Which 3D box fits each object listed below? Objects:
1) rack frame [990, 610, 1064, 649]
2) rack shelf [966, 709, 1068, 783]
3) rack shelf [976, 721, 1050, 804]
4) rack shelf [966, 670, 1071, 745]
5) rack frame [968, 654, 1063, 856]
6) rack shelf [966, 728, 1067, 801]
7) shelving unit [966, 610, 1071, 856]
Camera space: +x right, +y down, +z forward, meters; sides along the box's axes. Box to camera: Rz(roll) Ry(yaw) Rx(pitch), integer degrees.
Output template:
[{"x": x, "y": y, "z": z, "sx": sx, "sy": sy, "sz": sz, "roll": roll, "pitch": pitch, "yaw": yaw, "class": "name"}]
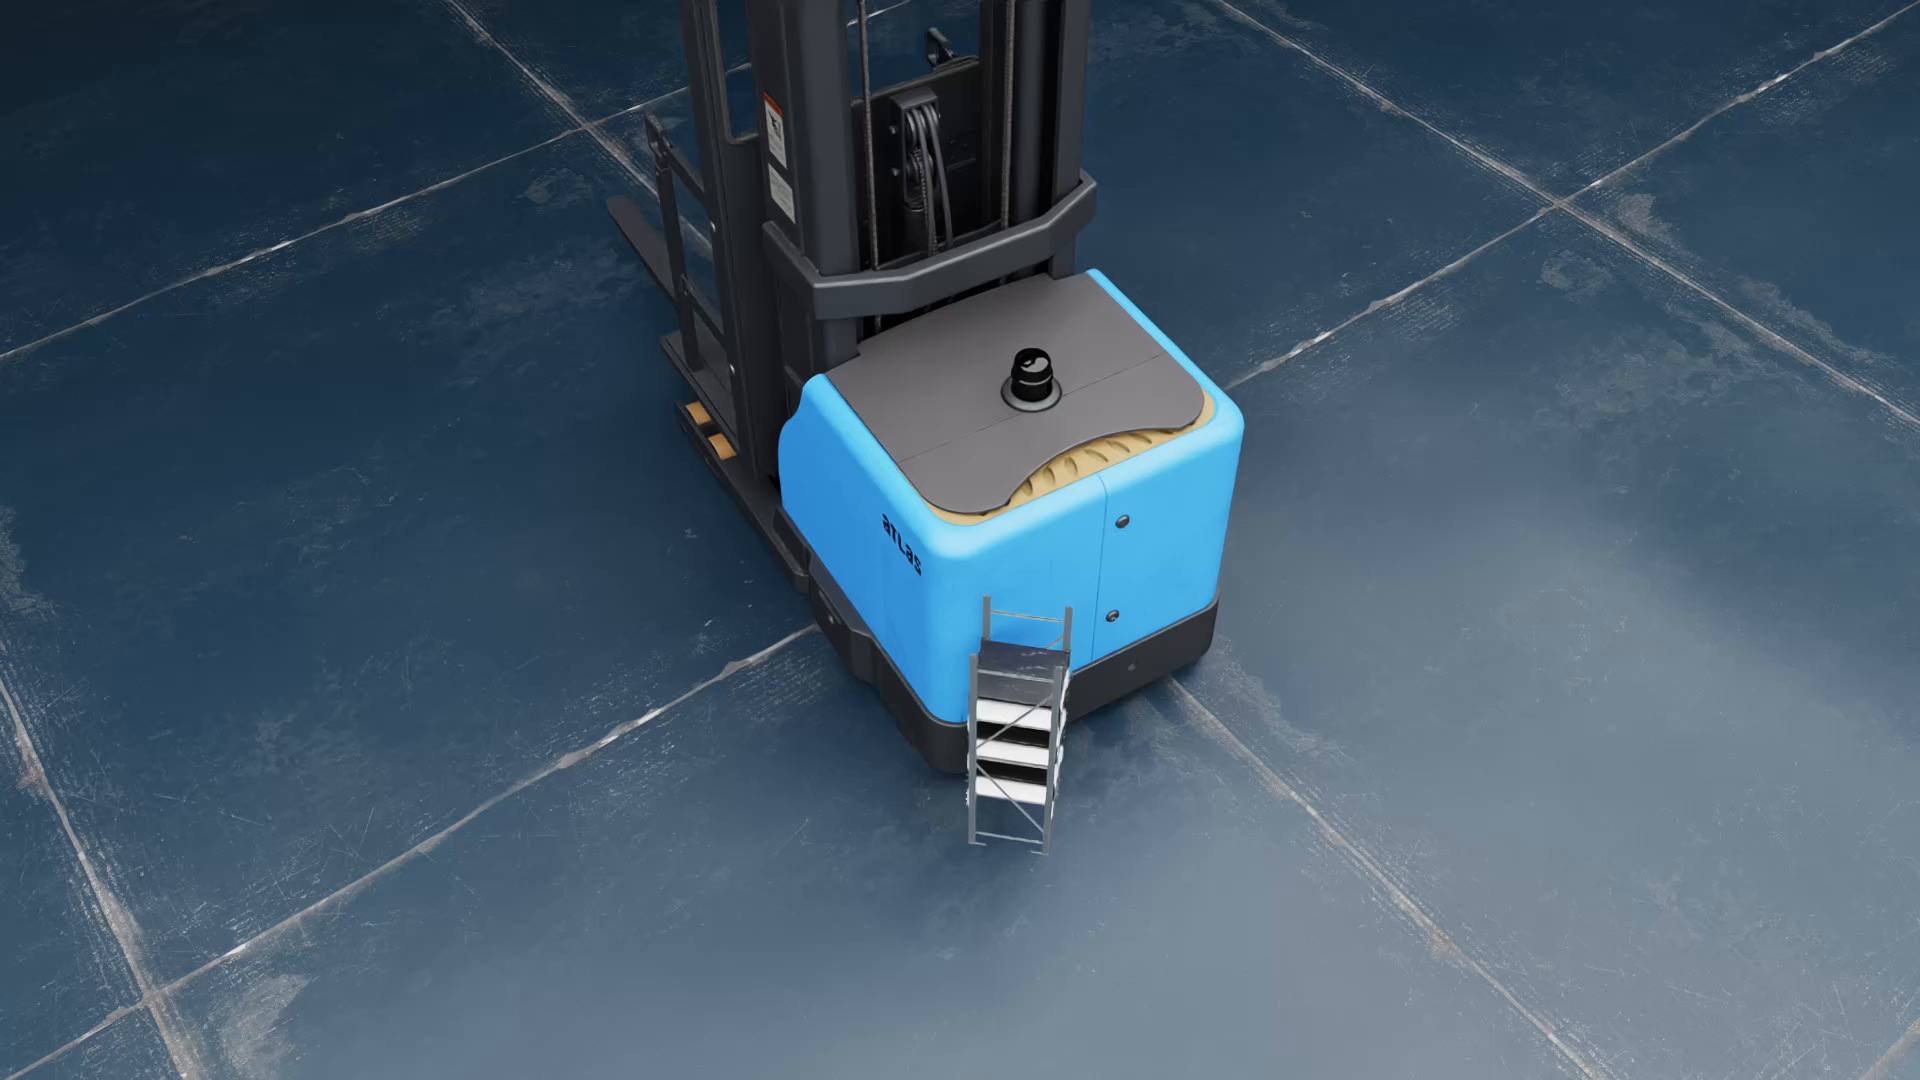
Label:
[{"x": 0.179, "y": 0.464, "z": 4.722, "sx": 0.228, "sy": 0.785, "sz": 0.003, "roll": 8, "pitch": 48, "yaw": 7, "class": "rack frame"}, {"x": 0.161, "y": 0.560, "z": 4.680, "sx": 0.258, "sy": 0.077, "sz": 0.200, "roll": 8, "pitch": 48, "yaw": 7, "class": "rack shelf"}, {"x": 0.161, "y": 0.572, "z": 4.692, "sx": 0.221, "sy": 0.281, "sz": 0.190, "roll": 8, "pitch": 48, "yaw": 7, "class": "rack shelf"}, {"x": 0.161, "y": 0.440, "z": 4.546, "sx": 0.258, "sy": 0.077, "sz": 0.200, "roll": 8, "pitch": 48, "yaw": 7, "class": "rack shelf"}, {"x": 0.143, "y": 0.612, "z": 4.588, "sx": 0.240, "sy": 0.900, "sz": 0.006, "roll": 8, "pitch": 48, "yaw": 7, "class": "rack frame"}, {"x": 0.161, "y": 0.621, "z": 4.746, "sx": 0.258, "sy": 0.077, "sz": 0.200, "roll": 8, "pitch": 48, "yaw": 7, "class": "rack shelf"}, {"x": 0.161, "y": 0.539, "z": 4.654, "sx": 0.258, "sy": 0.900, "sz": 0.208, "roll": 8, "pitch": 48, "yaw": 7, "class": "shelving unit"}]
